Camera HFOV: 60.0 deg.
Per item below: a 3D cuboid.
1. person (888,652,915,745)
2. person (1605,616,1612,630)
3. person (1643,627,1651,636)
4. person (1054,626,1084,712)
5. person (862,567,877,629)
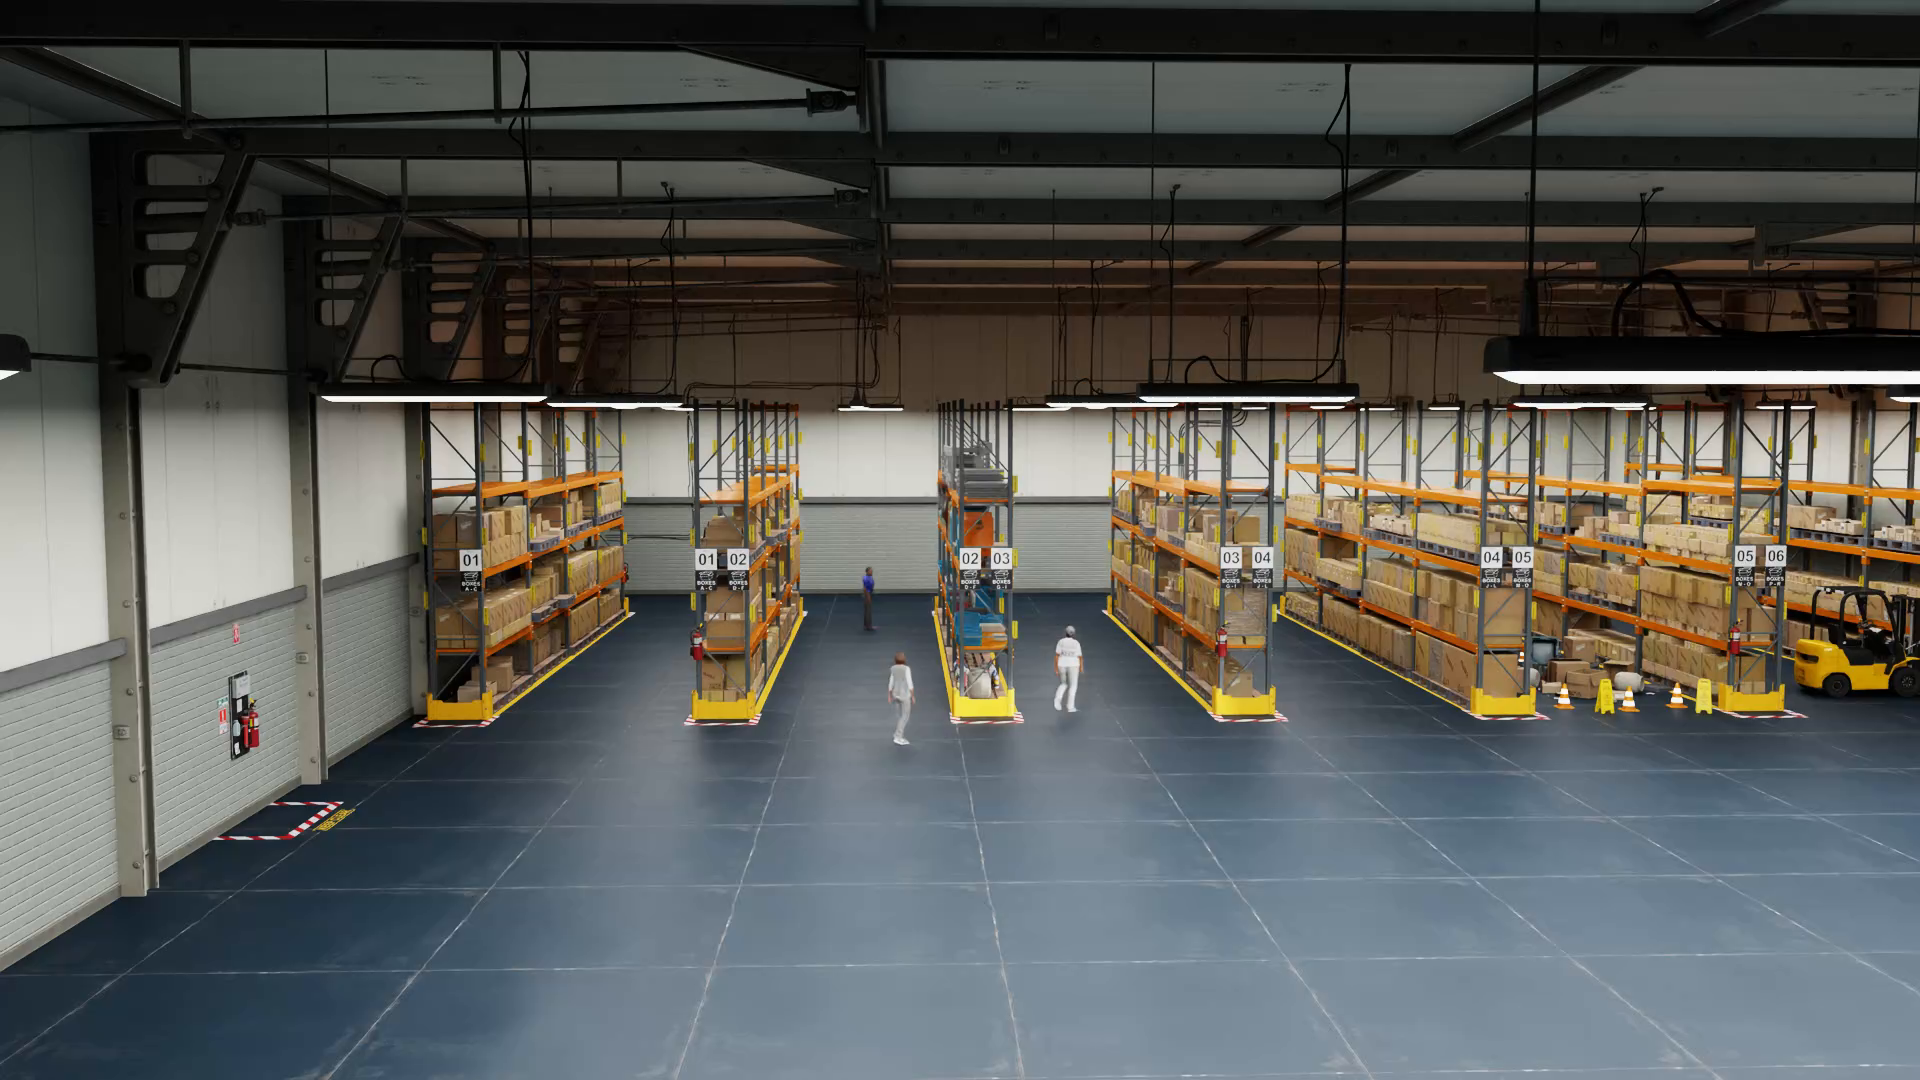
[{"bbox_3d":[-1.027,2.736,28.820,0.355,1.613,0.525,-4,6,-45],"label":"person"},{"bbox_3d":[16.852,1.515,43.815,0.672,1.774,0.607,2,5,21],"label":"person"},{"bbox_3d":[16.661,1.769,40.365,0.374,1.809,0.564,2,5,27],"label":"person"},{"bbox_3d":[2.075,2.466,31.824,0.508,1.650,0.508,3,5,30],"label":"person"},{"bbox_3d":[-2.406,1.535,44.209,0.426,1.672,0.506,1,4,14],"label":"person"}]
